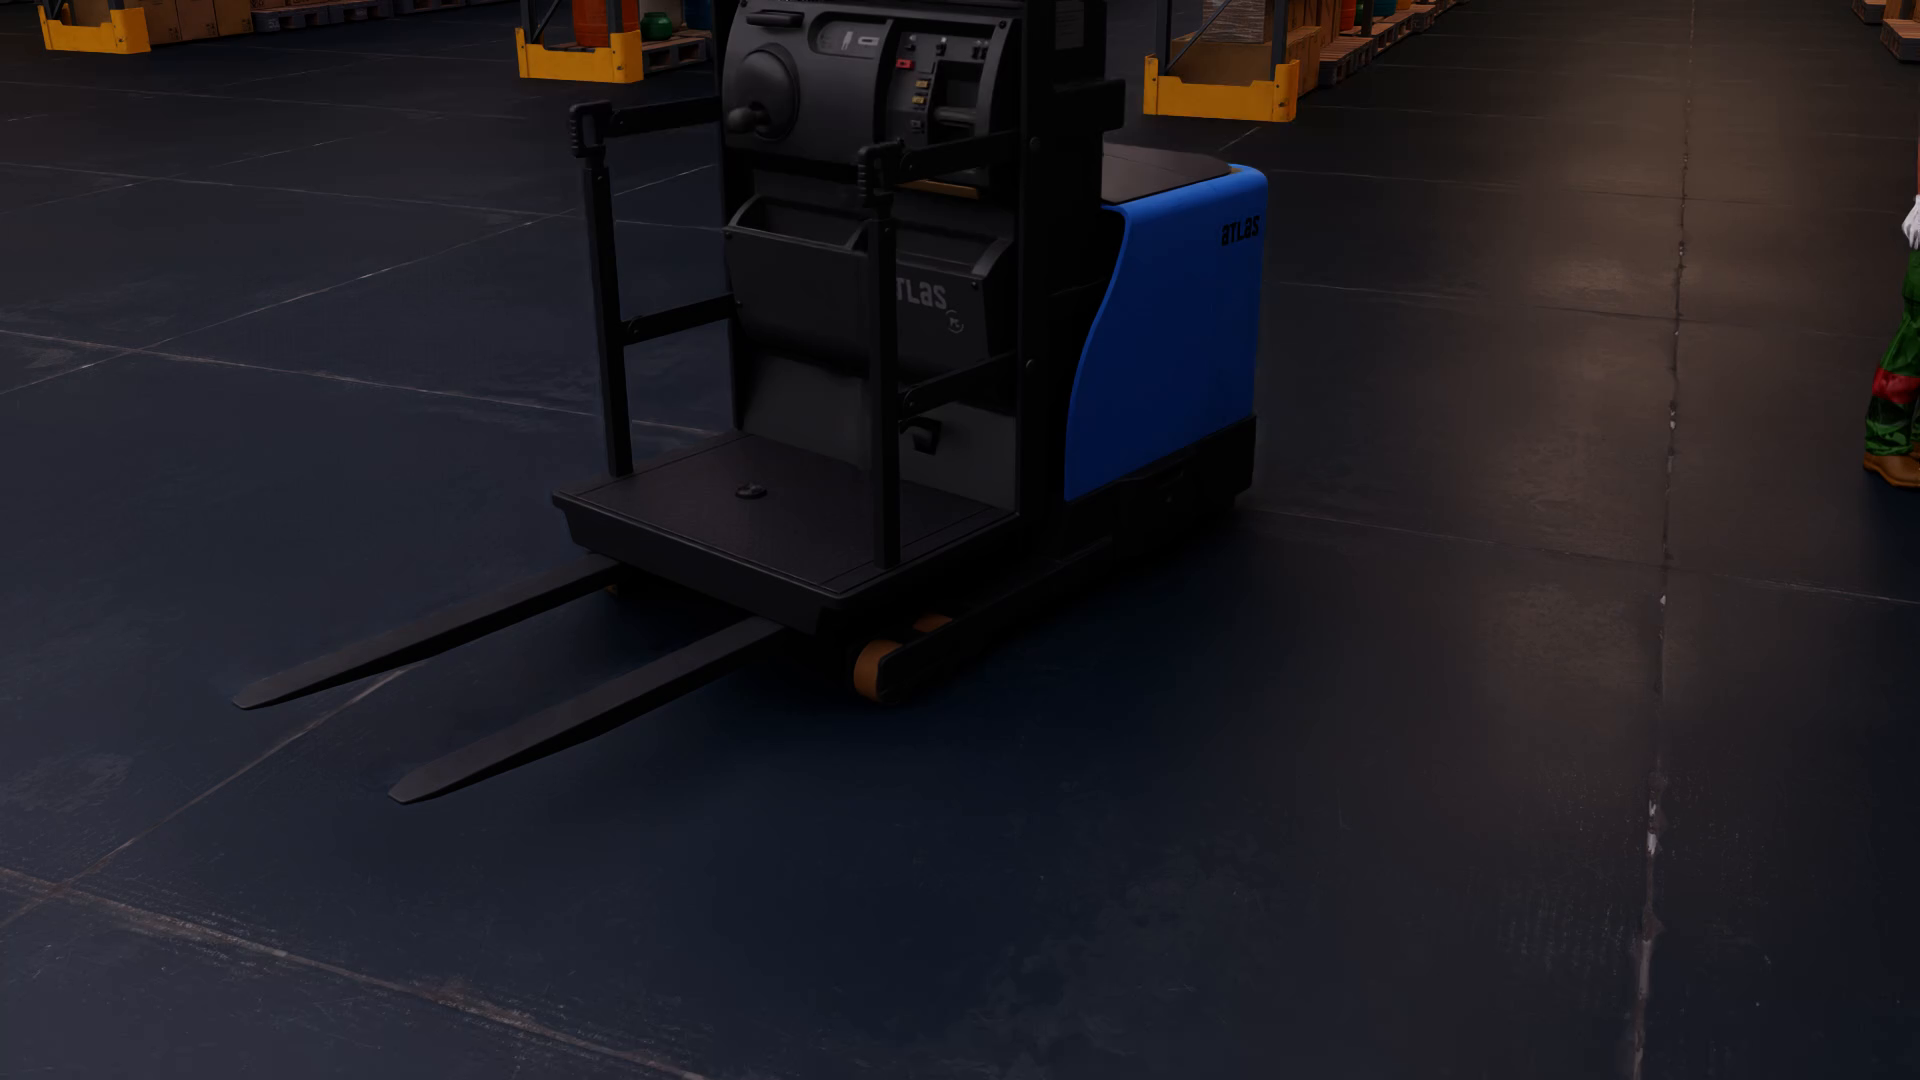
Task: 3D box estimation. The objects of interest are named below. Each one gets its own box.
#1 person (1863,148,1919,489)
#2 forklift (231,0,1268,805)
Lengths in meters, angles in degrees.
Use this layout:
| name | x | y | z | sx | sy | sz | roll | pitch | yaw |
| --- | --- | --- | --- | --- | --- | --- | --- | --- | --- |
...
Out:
| name | x | y | z | sx | sy | sz | roll | pitch | yaw |
| --- | --- | --- | --- | --- | --- | --- | --- | --- | --- |
| person | 3.281 | -1.060 | 5.308 | 0.566 | 1.795 | 0.357 | -8 | 24 | -19 |
| forklift | -0.388 | -1.160 | 4.067 | 1.130 | 2.935 | 3.031 | 18 | 28 | 36 |
